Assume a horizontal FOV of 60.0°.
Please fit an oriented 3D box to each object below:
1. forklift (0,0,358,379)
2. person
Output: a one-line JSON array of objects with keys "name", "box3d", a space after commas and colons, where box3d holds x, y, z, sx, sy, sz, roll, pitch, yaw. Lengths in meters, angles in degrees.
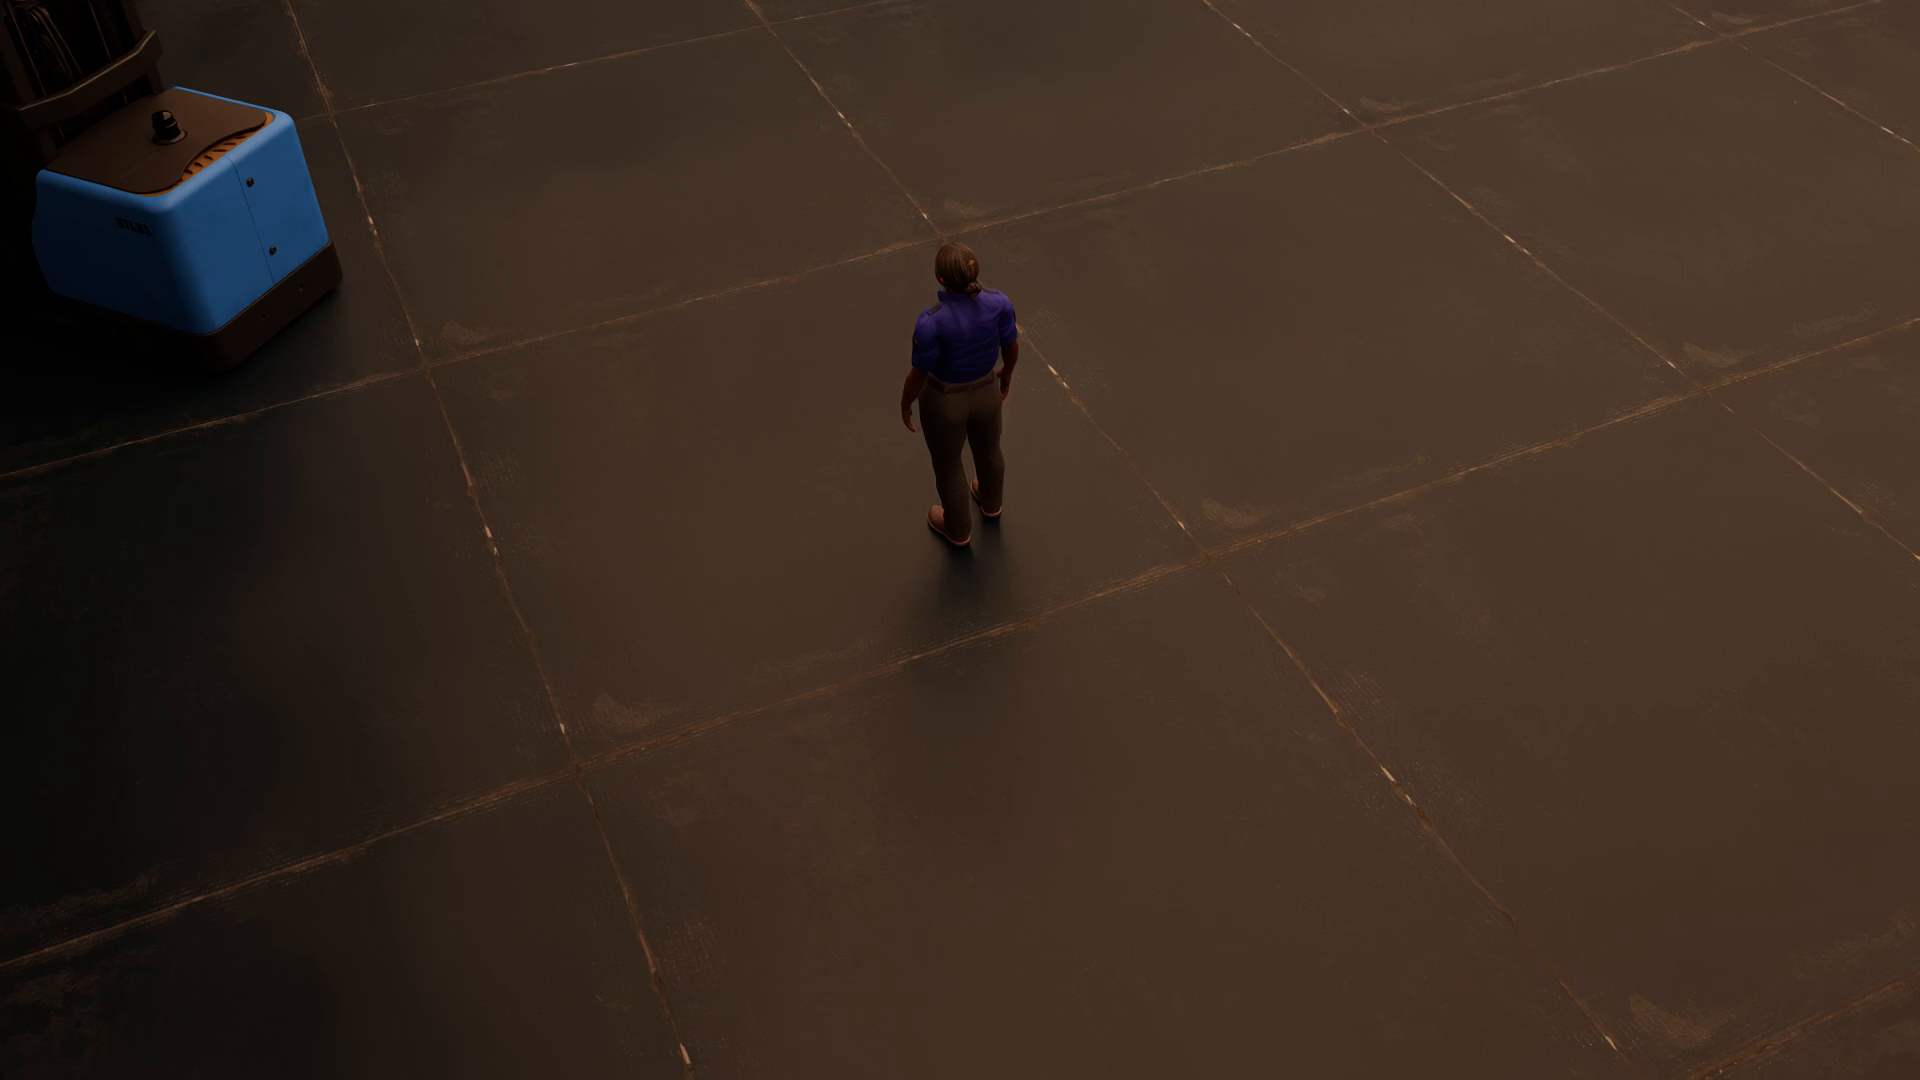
[{"name": "forklift", "box3d": [-4.922, -2.570, 8.434, 3.031, 2.935, 1.130, 16, 45, 17]}, {"name": "person", "box3d": [-0.019, -0.670, 7.323, 0.570, 1.655, 0.503, -18, 46, -18]}]
